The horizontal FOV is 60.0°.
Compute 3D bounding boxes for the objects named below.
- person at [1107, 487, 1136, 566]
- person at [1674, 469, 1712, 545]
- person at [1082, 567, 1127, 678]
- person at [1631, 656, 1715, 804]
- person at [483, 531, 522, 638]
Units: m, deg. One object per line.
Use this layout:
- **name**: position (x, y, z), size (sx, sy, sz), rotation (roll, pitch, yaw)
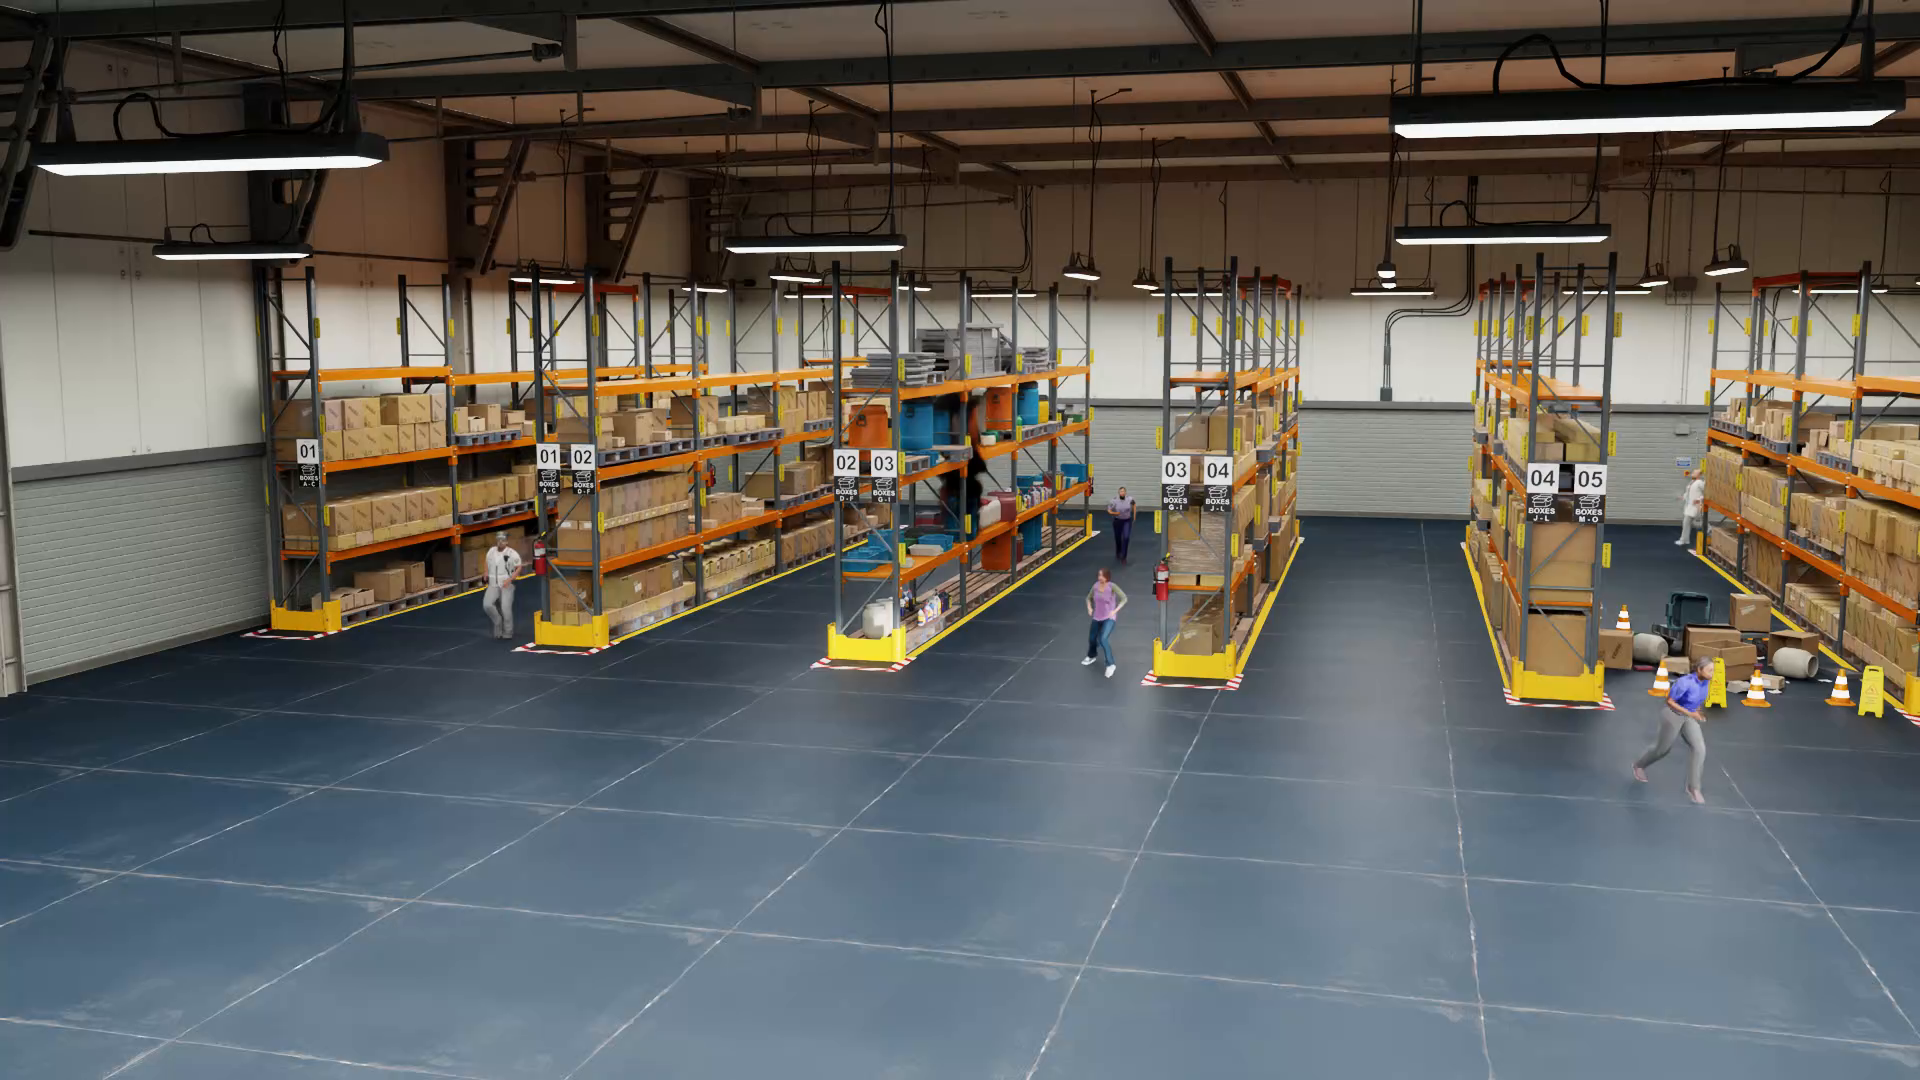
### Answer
- **person**: position (3.462, -0.315, 35.621), size (0.627, 1.685, 0.936), rotation (0, 7, 0)
- **person**: position (17.112, -0.746, 38.685), size (0.918, 1.722, 0.712), rotation (0, 7, -2)
- **person**: position (2.069, 1.166, 24.264), size (0.751, 1.576, 0.642), rotation (4, 8, 31)
- **person**: position (7.700, 2.033, 17.956), size (0.617, 1.518, 0.967), rotation (-4, 8, -29)
- **person**: position (-7.447, 0.725, 26.942), size (0.684, 1.751, 0.583), rotation (1, 7, 9)
